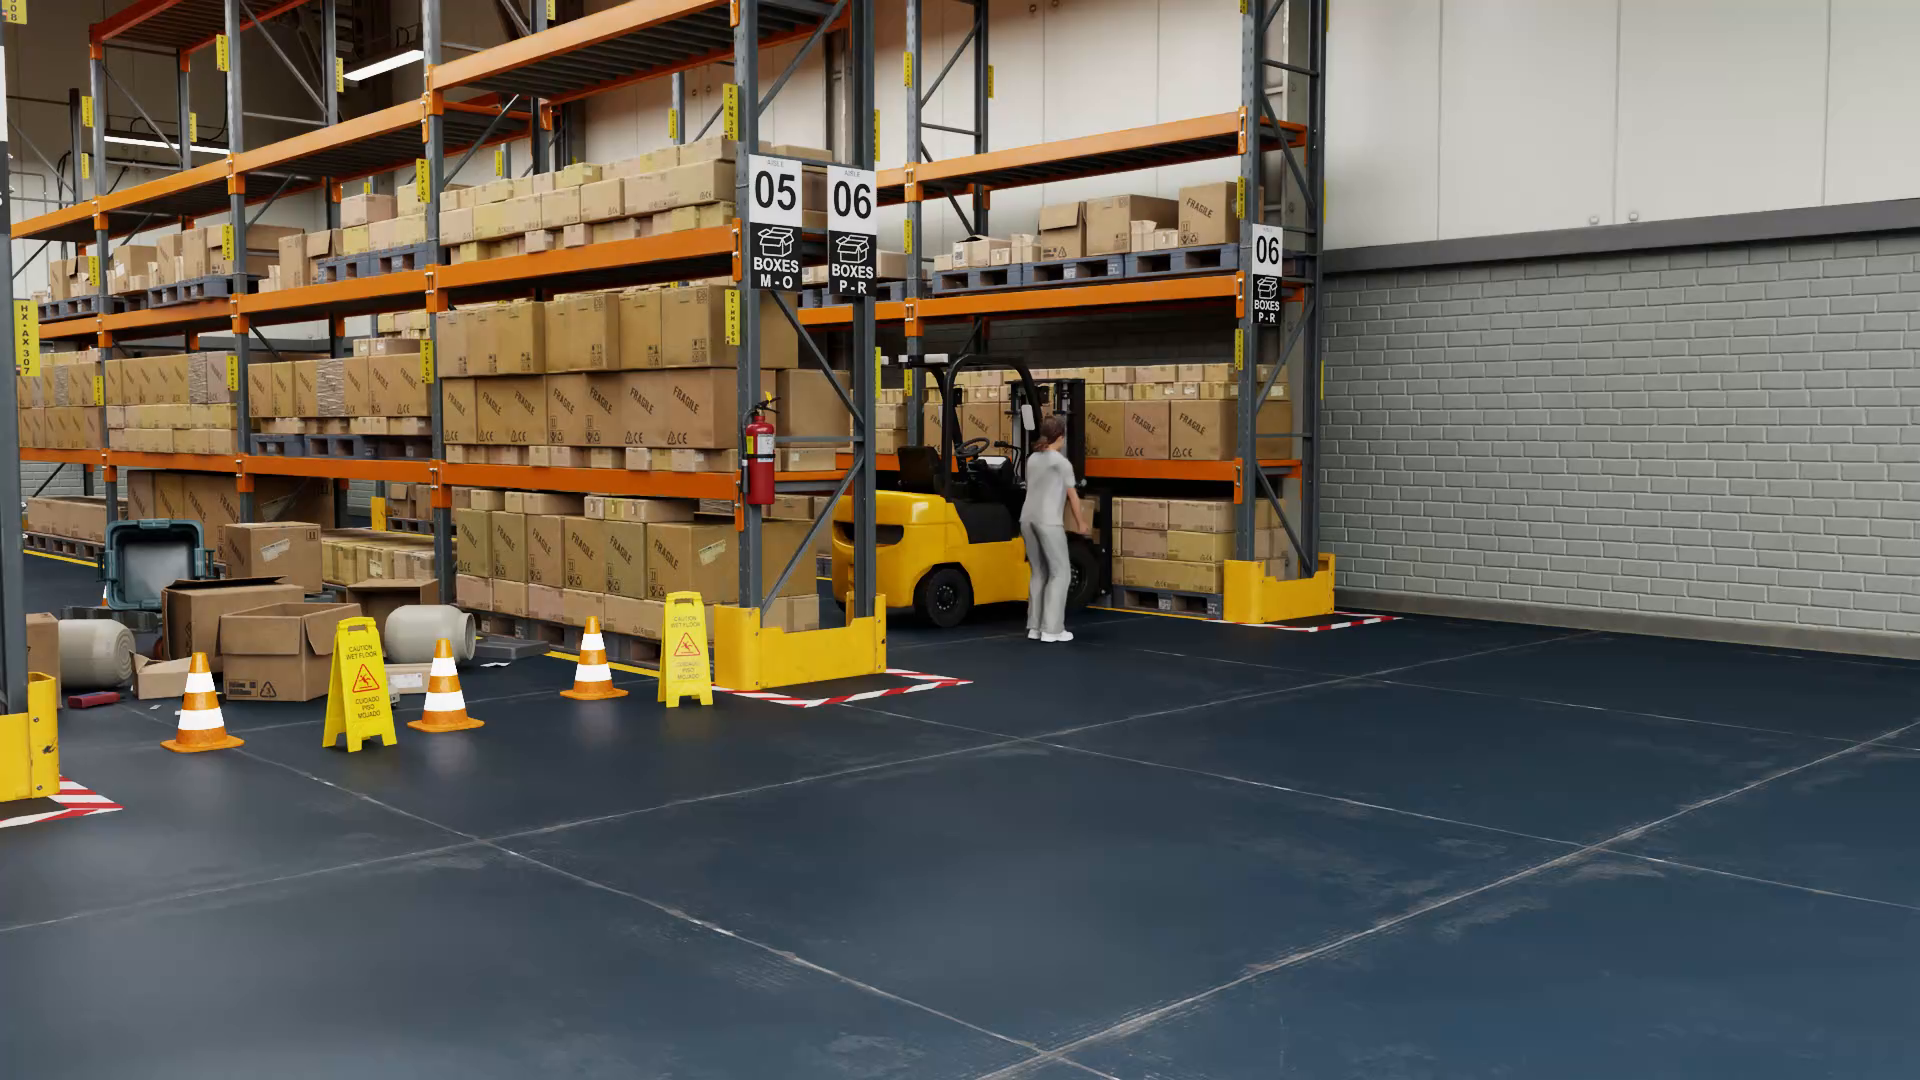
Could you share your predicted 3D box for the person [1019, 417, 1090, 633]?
[{"bbox_3d":[0.685,-0.117,12.377,0.520,1.584,0.411,-4,6,-45],"label":"person"}]
